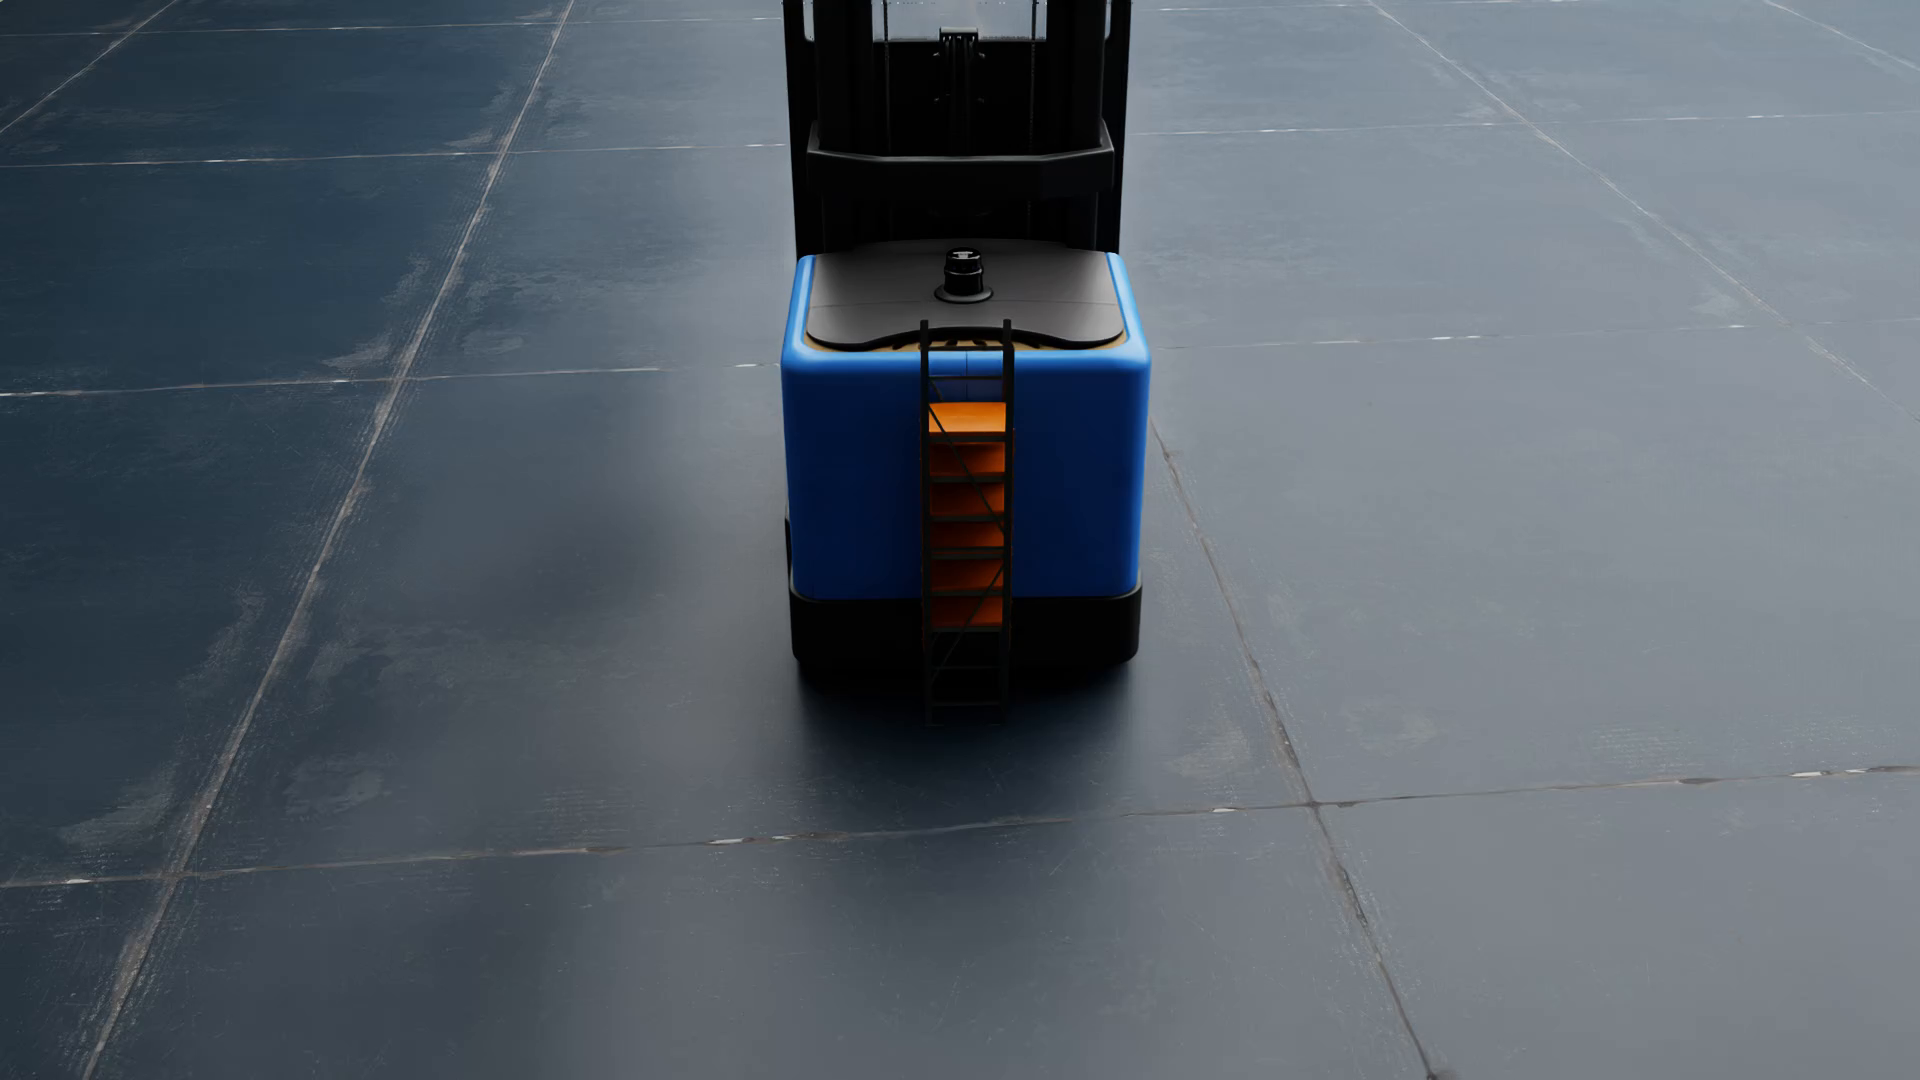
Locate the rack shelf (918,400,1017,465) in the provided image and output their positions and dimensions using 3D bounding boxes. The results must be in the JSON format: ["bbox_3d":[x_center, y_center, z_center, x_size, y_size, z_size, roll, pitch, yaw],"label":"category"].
[{"bbox_3d":[0.017,-0.290,4.450,0.258,0.103,0.180,-1,31,-1],"label":"rack shelf"}]

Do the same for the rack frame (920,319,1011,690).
[{"bbox_3d":[0.015,-0.066,4.690,0.240,1.200,0.006,-1,31,-1],"label":"rack frame"}]

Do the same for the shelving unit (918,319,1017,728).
[{"bbox_3d":[0.017,-0.019,4.612,0.258,1.200,0.189,-1,31,-1],"label":"shelving unit"}]

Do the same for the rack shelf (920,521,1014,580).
[{"bbox_3d":[0.017,0.019,4.635,0.258,0.103,0.180,-1,31,-1],"label":"rack shelf"}]

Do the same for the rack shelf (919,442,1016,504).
[{"bbox_3d":[0.017,-0.187,4.511,0.258,0.103,0.180,-1,31,-1],"label":"rack shelf"}]

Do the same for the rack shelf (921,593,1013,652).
[{"bbox_3d":[0.017,0.225,4.758,0.258,0.103,0.180,-1,31,-1],"label":"rack shelf"}]

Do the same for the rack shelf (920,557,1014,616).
[{"bbox_3d":[0.017,0.122,4.696,0.258,0.103,0.180,-1,31,-1],"label":"rack shelf"}]

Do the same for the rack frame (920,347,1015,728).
[{"bbox_3d":[0.019,0.028,4.533,0.240,1.200,0.006,-1,31,-1],"label":"rack frame"}]

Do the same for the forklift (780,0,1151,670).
[{"bbox_3d":[-0.014,-1.590,5.554,1.130,2.935,3.031,-1,31,-1],"label":"forklift"}]

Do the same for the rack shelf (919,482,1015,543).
[{"bbox_3d":[0.017,-0.084,4.573,0.258,0.103,0.180,-1,31,-1],"label":"rack shelf"}]
